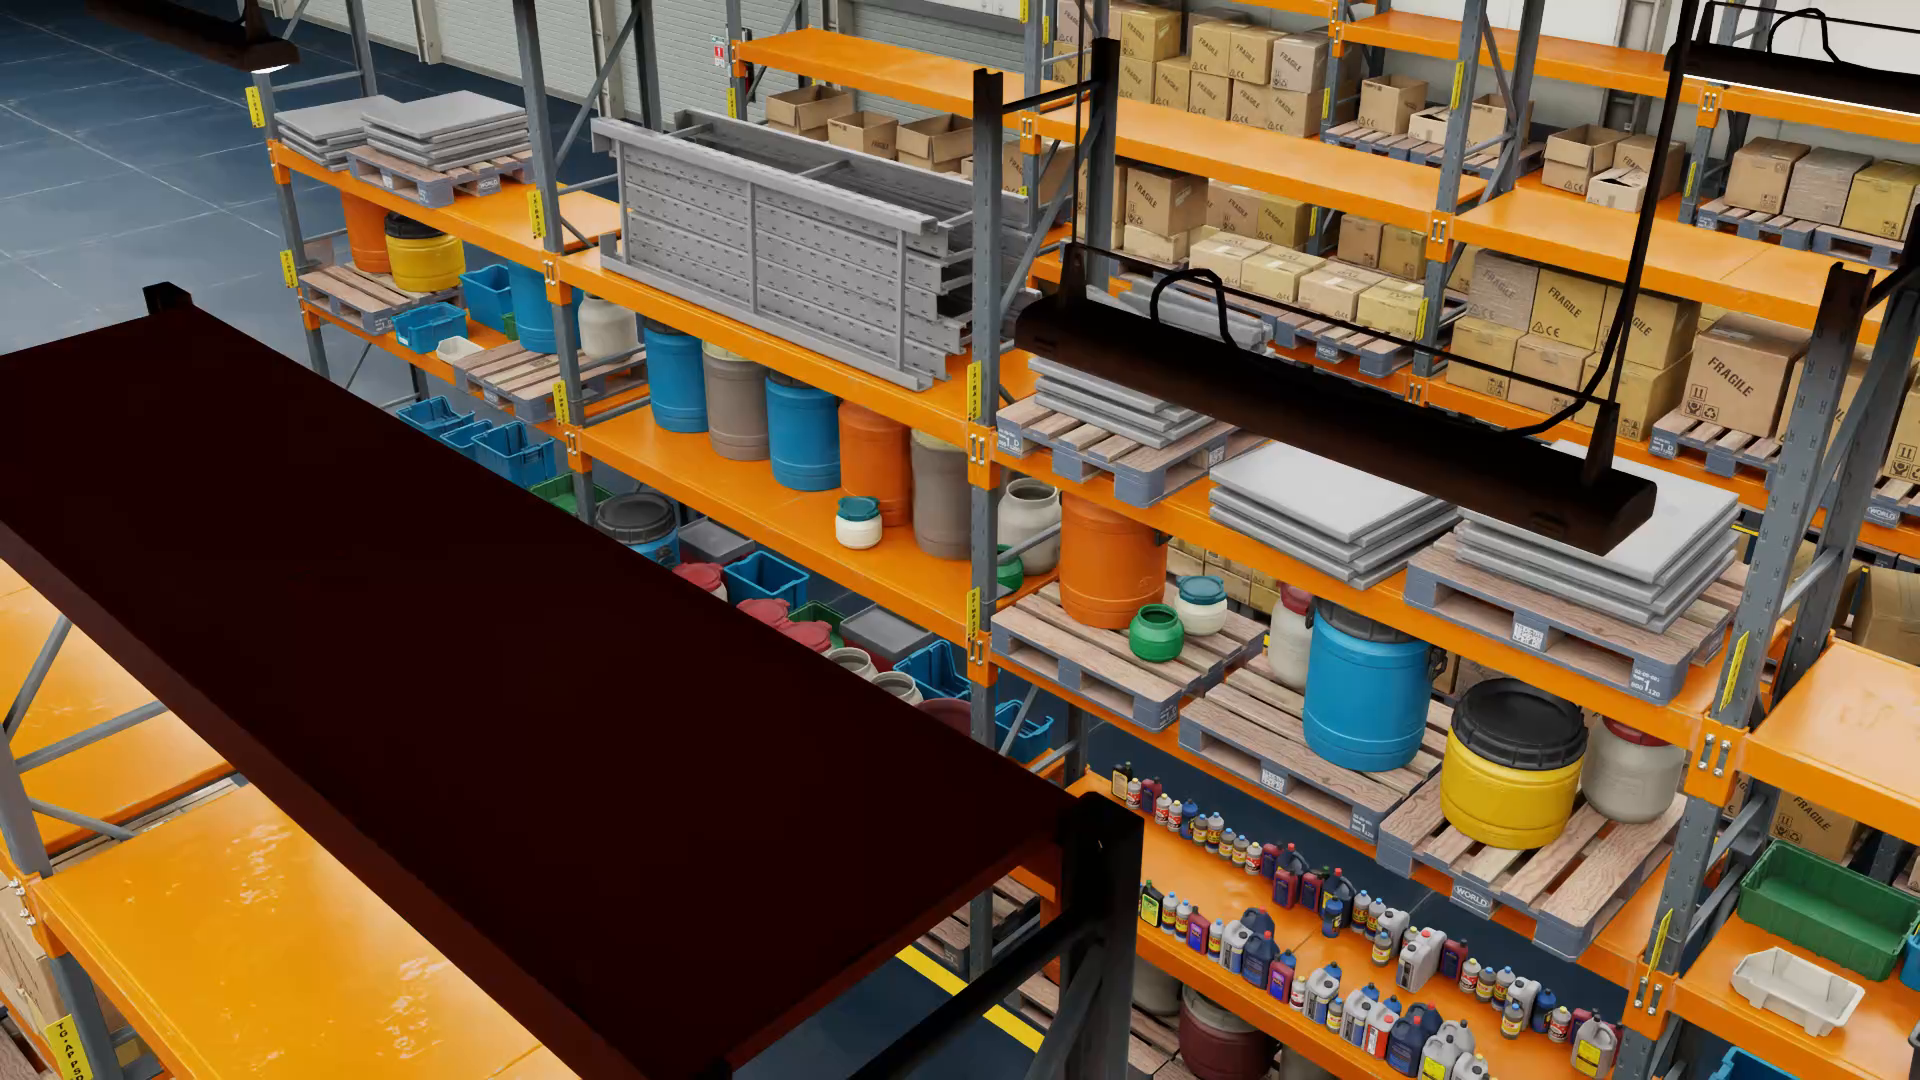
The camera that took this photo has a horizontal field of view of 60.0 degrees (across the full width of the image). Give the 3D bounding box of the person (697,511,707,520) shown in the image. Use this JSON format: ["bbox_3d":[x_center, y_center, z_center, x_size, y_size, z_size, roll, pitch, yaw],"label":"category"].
[{"bbox_3d":[-2.248,-0.260,15.060,0.532,1.636,0.549,14,32,23],"label":"person"}]
